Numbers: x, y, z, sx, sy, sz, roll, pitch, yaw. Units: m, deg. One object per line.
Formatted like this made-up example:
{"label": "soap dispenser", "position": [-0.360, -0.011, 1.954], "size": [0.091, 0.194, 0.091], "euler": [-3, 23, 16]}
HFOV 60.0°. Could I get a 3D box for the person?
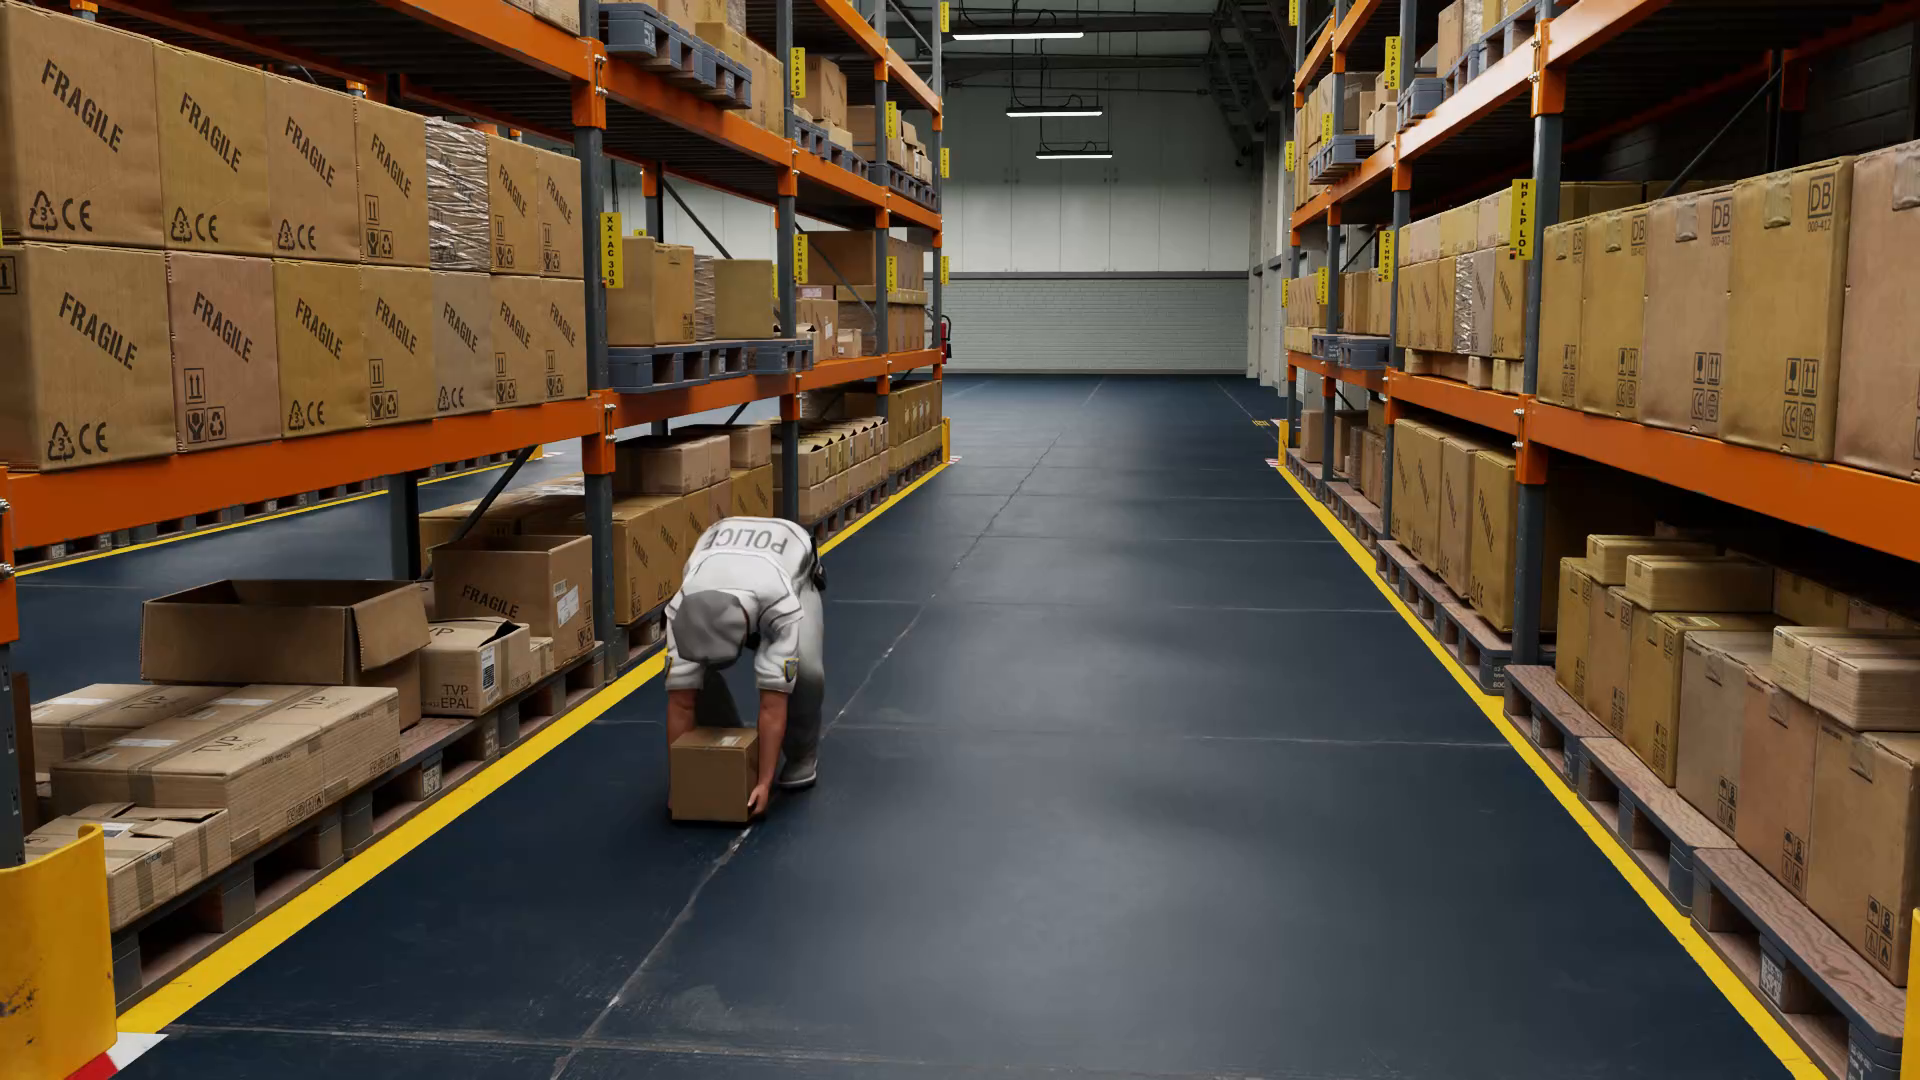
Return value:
{"label": "person", "position": [-0.744, 0.414, 5.739], "size": [0.539, 0.939, 1.023], "euler": [1, 8, 7]}
